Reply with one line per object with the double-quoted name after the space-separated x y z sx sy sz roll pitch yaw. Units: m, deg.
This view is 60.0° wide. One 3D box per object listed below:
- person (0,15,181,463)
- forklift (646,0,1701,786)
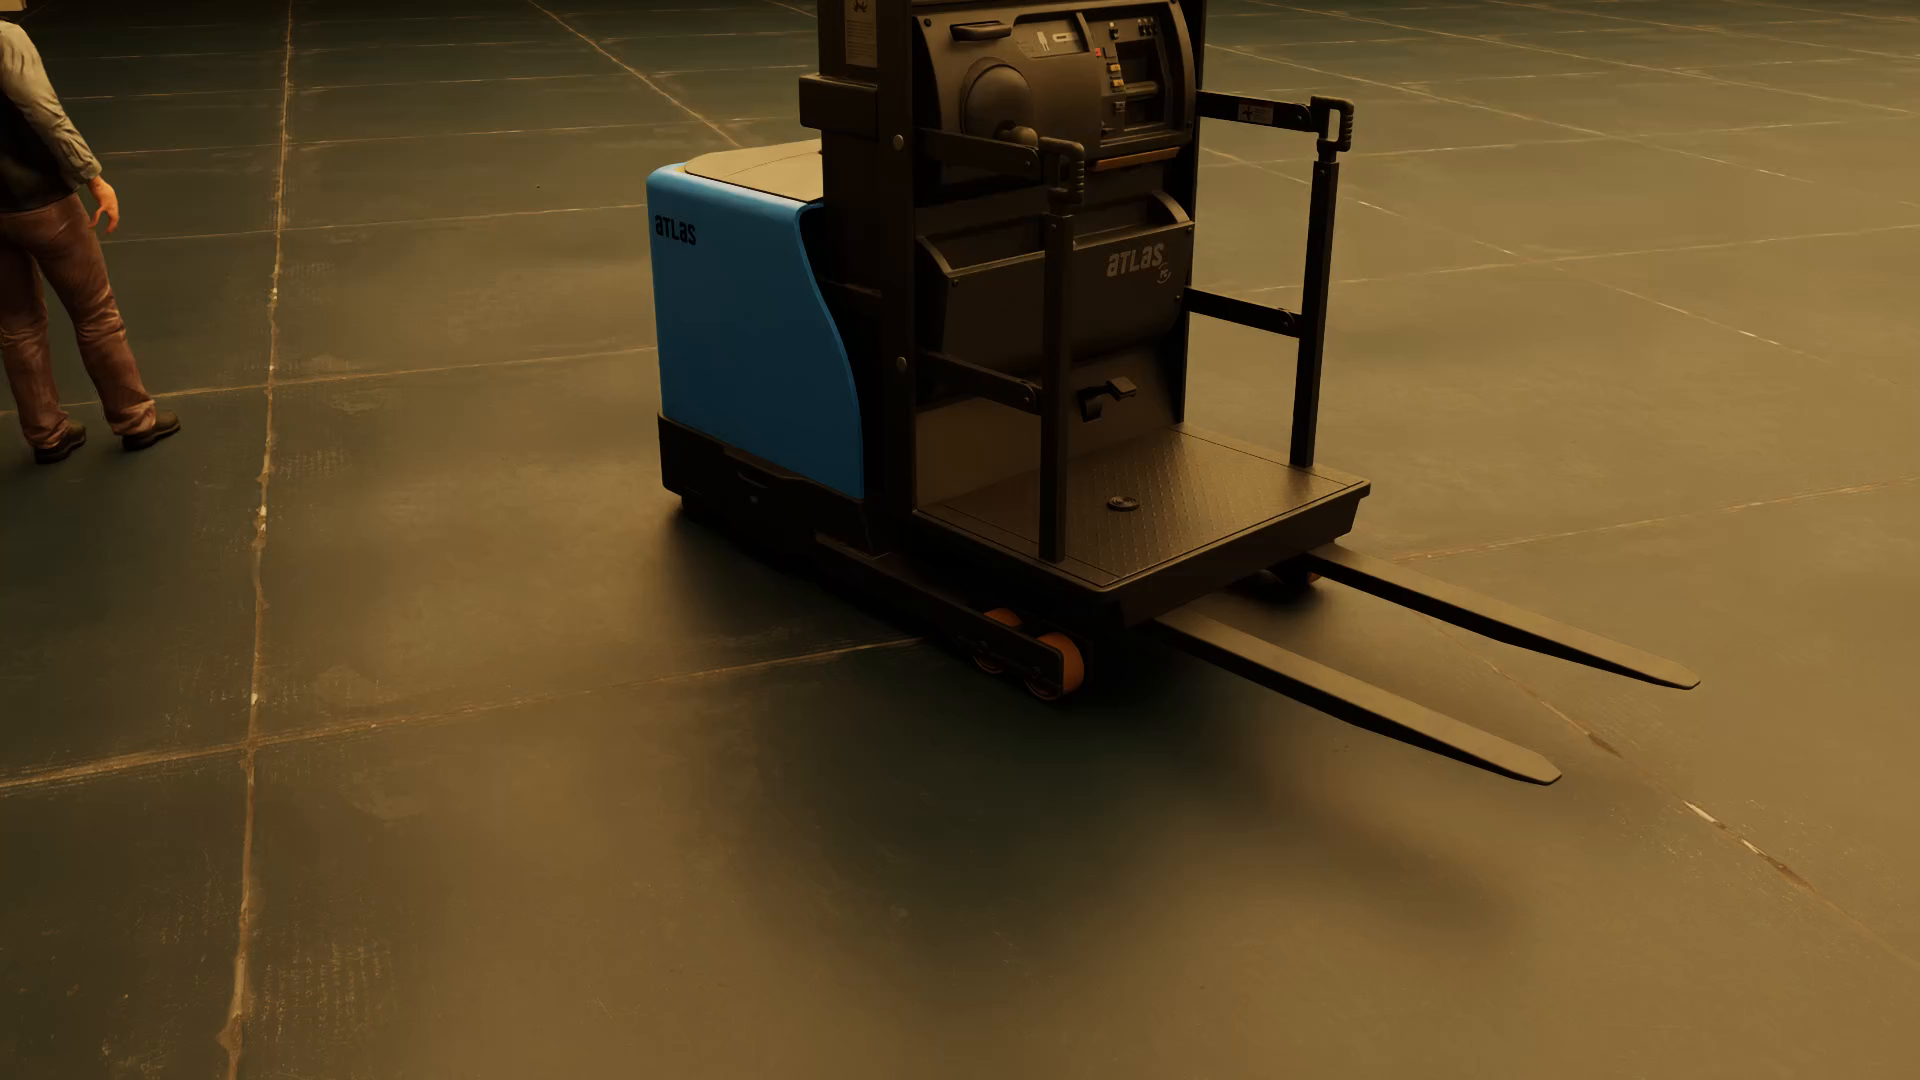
-3.098 -1.122 5.525 0.679 1.723 0.549 2 23 4 "person"
0.409 -1.176 4.096 1.130 2.935 3.031 -19 30 -38 "forklift"
